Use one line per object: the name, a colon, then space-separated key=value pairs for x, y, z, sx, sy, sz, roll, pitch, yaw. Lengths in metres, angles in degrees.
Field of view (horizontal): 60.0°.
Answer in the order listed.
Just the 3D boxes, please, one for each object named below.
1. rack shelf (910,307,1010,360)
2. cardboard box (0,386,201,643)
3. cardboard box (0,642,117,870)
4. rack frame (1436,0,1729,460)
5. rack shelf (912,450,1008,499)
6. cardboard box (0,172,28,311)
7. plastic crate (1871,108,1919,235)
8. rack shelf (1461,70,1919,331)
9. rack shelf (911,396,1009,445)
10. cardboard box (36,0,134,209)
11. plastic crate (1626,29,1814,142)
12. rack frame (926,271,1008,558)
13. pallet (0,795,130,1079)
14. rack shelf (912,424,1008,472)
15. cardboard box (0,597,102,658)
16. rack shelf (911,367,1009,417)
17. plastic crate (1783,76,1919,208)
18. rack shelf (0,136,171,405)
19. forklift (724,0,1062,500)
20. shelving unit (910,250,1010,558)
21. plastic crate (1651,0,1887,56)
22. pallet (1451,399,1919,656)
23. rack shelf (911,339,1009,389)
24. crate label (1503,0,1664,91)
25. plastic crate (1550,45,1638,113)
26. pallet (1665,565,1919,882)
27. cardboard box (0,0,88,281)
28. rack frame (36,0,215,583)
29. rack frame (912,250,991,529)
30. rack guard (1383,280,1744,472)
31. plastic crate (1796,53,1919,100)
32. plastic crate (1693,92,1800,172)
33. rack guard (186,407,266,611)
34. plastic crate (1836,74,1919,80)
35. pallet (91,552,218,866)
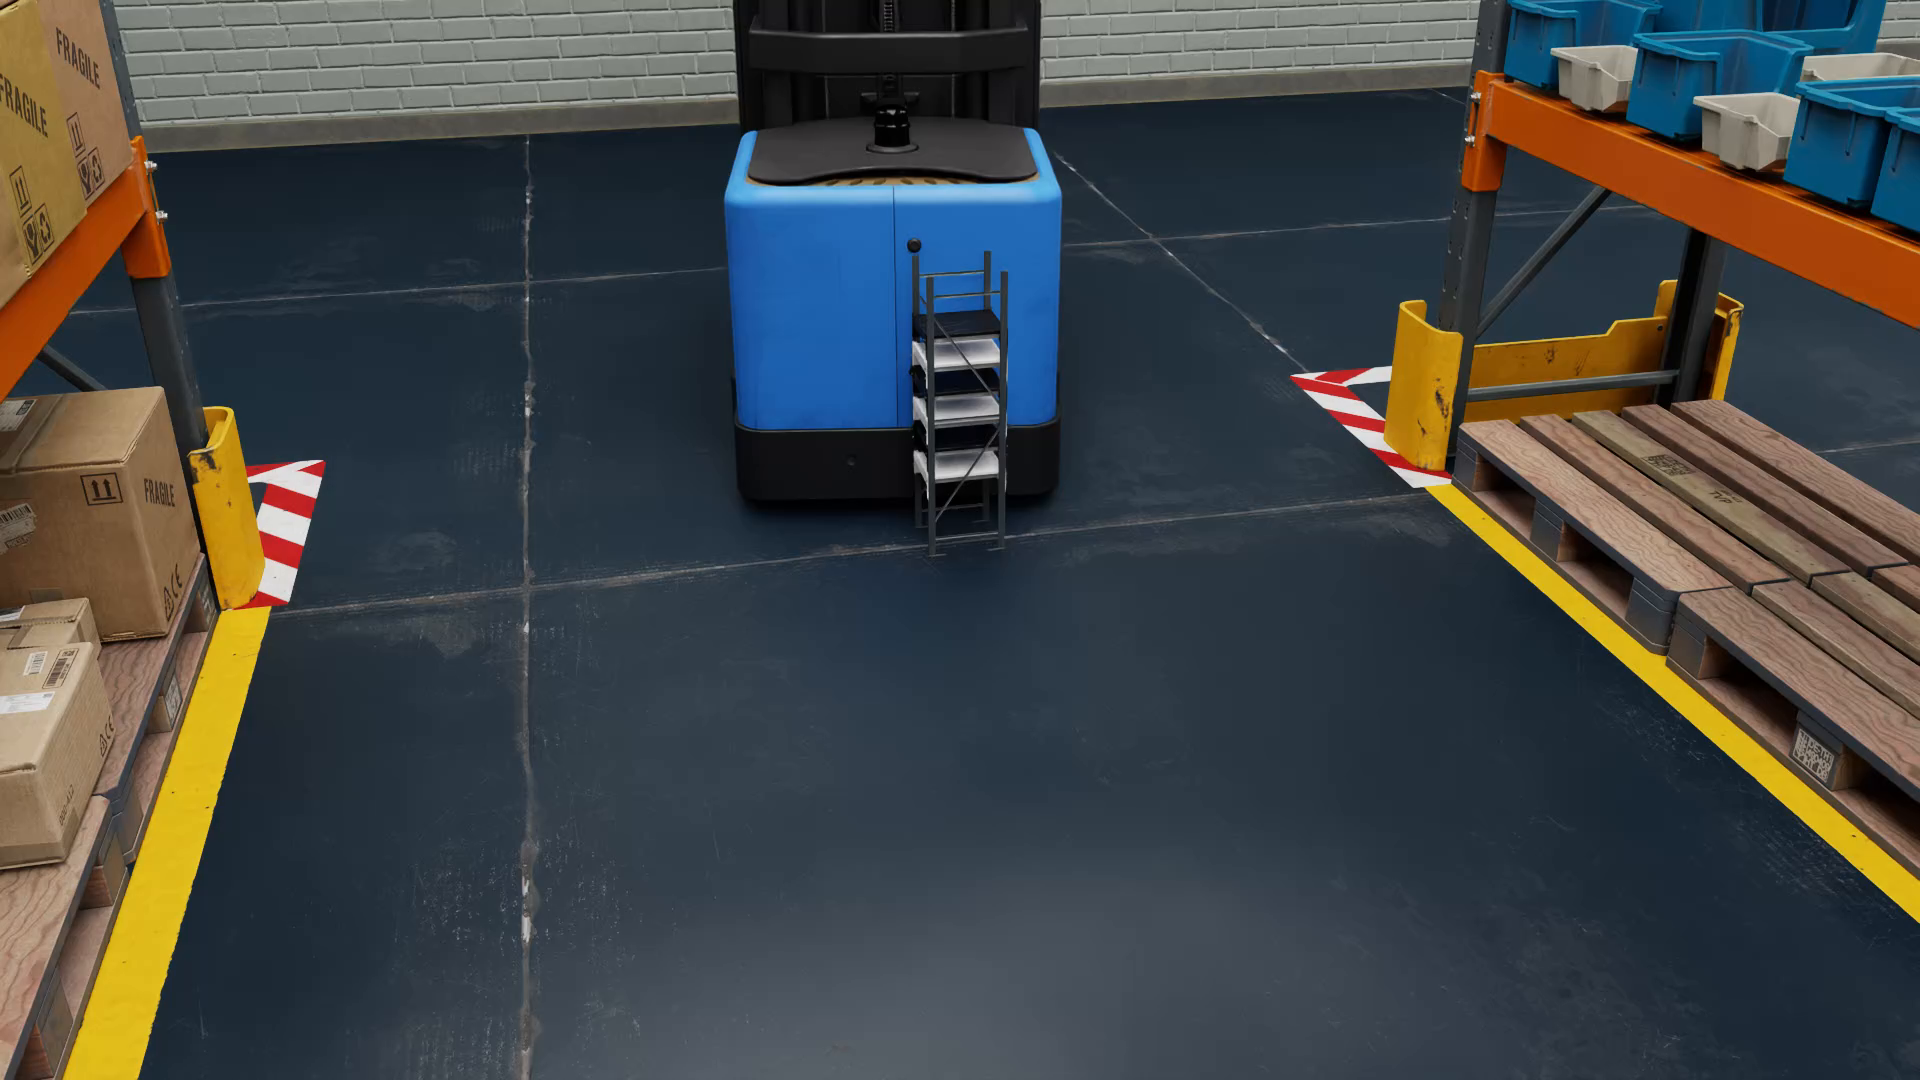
rack shelf: x=-0.002 y=-0.617 z=4.948 sx=0.258 sy=0.077 sz=0.200 roll=-6 pitch=27 yaw=-12
cardboard box: x=-2.333 y=-0.059 z=4.324 sx=0.500 sy=0.500 sz=0.500 roll=-6 pitch=27 yaw=-12
cardboard box: x=-2.148 y=0.472 z=3.548 sx=0.500 sy=0.250 sz=0.500 roll=-6 pitch=27 yaw=-12
rack frame: x=2.132 y=-1.694 z=5.277 sx=1.000 sy=3.000 sz=0.127 roll=-6 pitch=27 yaw=-12
rack shelf: x=-0.002 y=-0.215 z=5.150 sx=0.258 sy=0.077 sz=0.200 roll=-6 pitch=27 yaw=-12
cardboard box: x=-2.102 y=-0.621 z=3.041 sx=0.500 sy=0.500 sz=0.500 roll=-6 pitch=27 yaw=-11
plastic crate: x=2.231 y=-0.794 z=3.614 sx=0.416 sy=0.233 sz=0.300 roll=-6 pitch=27 yaw=-12
rack shelf: x=2.582 y=-0.495 z=3.699 sx=1.077 sy=0.370 sz=4.000 roll=-6 pitch=27 yaw=-12
rack shelf: x=-0.002 y=-0.376 z=5.069 sx=0.258 sy=0.077 sz=0.200 roll=-6 pitch=27 yaw=-12
cardboard box: x=-2.329 y=-1.068 z=3.926 sx=0.500 sy=0.500 sz=0.500 roll=-5 pitch=27 yaw=-10
plastic crate: x=2.015 y=-1.215 z=4.447 sx=0.416 sy=0.233 sz=0.300 roll=-6 pitch=27 yaw=-12
rack frame: x=0.021 y=-0.361 z=4.966 sx=0.240 sy=0.900 sz=0.006 roll=-6 pitch=27 yaw=-12
pallet: x=-2.226 y=0.970 z=3.094 sx=1.003 sy=0.211 sz=1.213 roll=-6 pitch=27 yaw=-12
rack shelf: x=-0.002 y=-0.295 z=5.110 sx=0.258 sy=0.077 sz=0.200 roll=-6 pitch=27 yaw=-12
cardboard box: x=-2.329 y=0.277 z=4.029 sx=0.380 sy=0.166 sz=0.250 roll=-6 pitch=27 yaw=-12
rack shelf: x=-0.002 y=-0.456 z=5.029 sx=0.258 sy=0.077 sz=0.200 roll=-6 pitch=27 yaw=-12
plastic crate: x=2.163 y=-0.926 z=3.875 sx=0.416 sy=0.233 sz=0.300 roll=-6 pitch=27 yaw=-12
rack shelf: x=-2.245 y=0.007 z=2.706 sx=1.077 sy=0.370 sz=4.000 roll=-6 pitch=27 yaw=-12
forklift: x=-0.269 y=-2.061 z=6.081 sx=1.130 sy=2.935 sz=3.031 roll=-1 pitch=27 yaw=-3
shelving unit: x=-0.002 y=-0.405 z=5.054 sx=0.258 sy=0.900 sz=0.210 roll=-6 pitch=27 yaw=-12
plastic crate: x=2.389 y=-1.608 z=5.002 sx=0.616 sy=0.435 sz=0.499 roll=-6 pitch=27 yaw=-12
pallet: x=2.280 y=-0.083 z=5.180 sx=1.003 sy=0.211 sz=1.213 roll=-6 pitch=27 yaw=-12
rack shelf: x=-0.002 y=-0.536 z=4.988 sx=0.258 sy=0.077 sz=0.200 roll=-6 pitch=27 yaw=-12
crate label: x=1.866 y=-1.504 z=5.020 sx=0.416 sy=0.233 sz=0.303 roll=-6 pitch=27 yaw=-12
plastic crate: x=1.858 y=-1.312 z=4.746 sx=0.250 sy=0.136 sz=0.298 roll=-6 pitch=27 yaw=-12
pallet: x=2.551 y=0.452 z=4.121 sx=1.003 sy=0.211 sz=1.213 roll=-6 pitch=27 yaw=-12
cardboard box: x=-2.209 y=-0.841 z=3.476 sx=0.500 sy=0.500 sz=0.500 roll=-6 pitch=27 yaw=-11
rack frame: x=-2.695 y=-1.192 z=4.283 sx=1.000 sy=3.000 sz=0.127 roll=-6 pitch=27 yaw=-12
rack frame: x=-0.025 y=-0.450 z=5.143 sx=0.240 sy=0.900 sz=0.006 roll=-6 pitch=27 yaw=-12
rack guard: x=2.113 y=-0.587 z=5.858 sx=1.175 sy=0.500 sz=0.348 roll=-6 pitch=27 yaw=-12
plastic crate: x=2.492 y=-1.263 z=4.650 sx=0.396 sy=0.136 sz=0.243 roll=-6 pitch=27 yaw=-12
plastic crate: x=2.011 y=-1.014 z=4.156 sx=0.250 sy=0.136 sz=0.298 roll=-6 pitch=27 yaw=-12
rack guard: x=-2.678 y=-0.043 z=4.781 sx=1.175 sy=0.500 sz=0.348 roll=-6 pitch=27 yaw=-12
plastic crate: x=2.543 y=-1.134 z=4.395 sx=0.396 sy=0.136 sz=0.243 roll=-6 pitch=27 yaw=-12
pallet: x=-2.498 y=0.436 z=4.153 sx=1.003 sy=0.211 sz=1.213 roll=-6 pitch=27 yaw=-12
